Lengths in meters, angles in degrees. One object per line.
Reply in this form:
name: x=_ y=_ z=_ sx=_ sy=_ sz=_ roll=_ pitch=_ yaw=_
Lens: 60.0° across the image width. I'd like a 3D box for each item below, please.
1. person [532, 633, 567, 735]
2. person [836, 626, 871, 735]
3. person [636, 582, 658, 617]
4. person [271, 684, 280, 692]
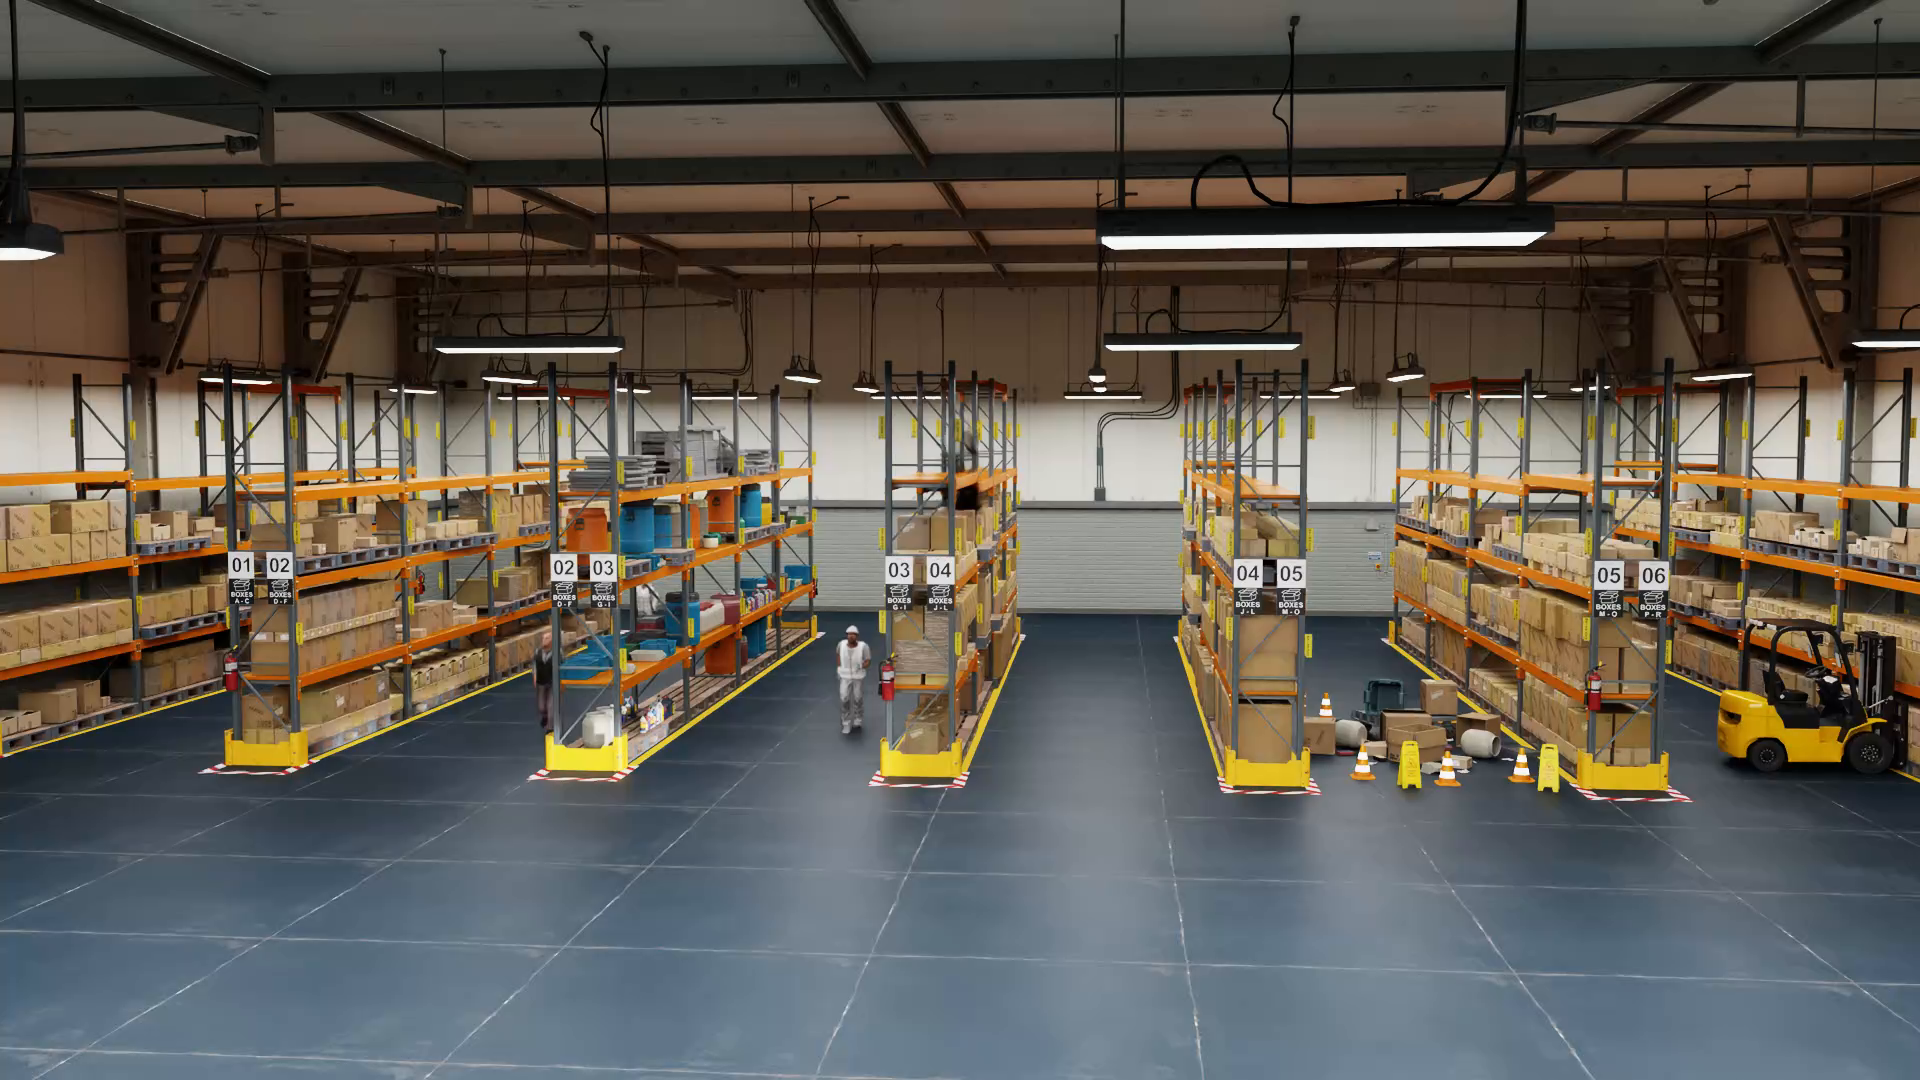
person: x=-6.733 y=2.371 z=27.317 sx=0.656 sy=1.696 sz=0.627 roll=0 pitch=4 yaw=4
person: x=-1.772 y=2.316 z=27.616 sx=0.593 sy=1.812 sz=0.868 roll=0 pitch=4 yaw=0
person: x=-7.285 y=1.635 z=38.457 sx=0.602 sy=1.680 sz=0.899 roll=0 pitch=4 yaw=-4
person: x=-11.556 y=2.304 z=28.476 sx=0.524 sy=1.726 sz=0.810 roll=0 pitch=4 yaw=-5
